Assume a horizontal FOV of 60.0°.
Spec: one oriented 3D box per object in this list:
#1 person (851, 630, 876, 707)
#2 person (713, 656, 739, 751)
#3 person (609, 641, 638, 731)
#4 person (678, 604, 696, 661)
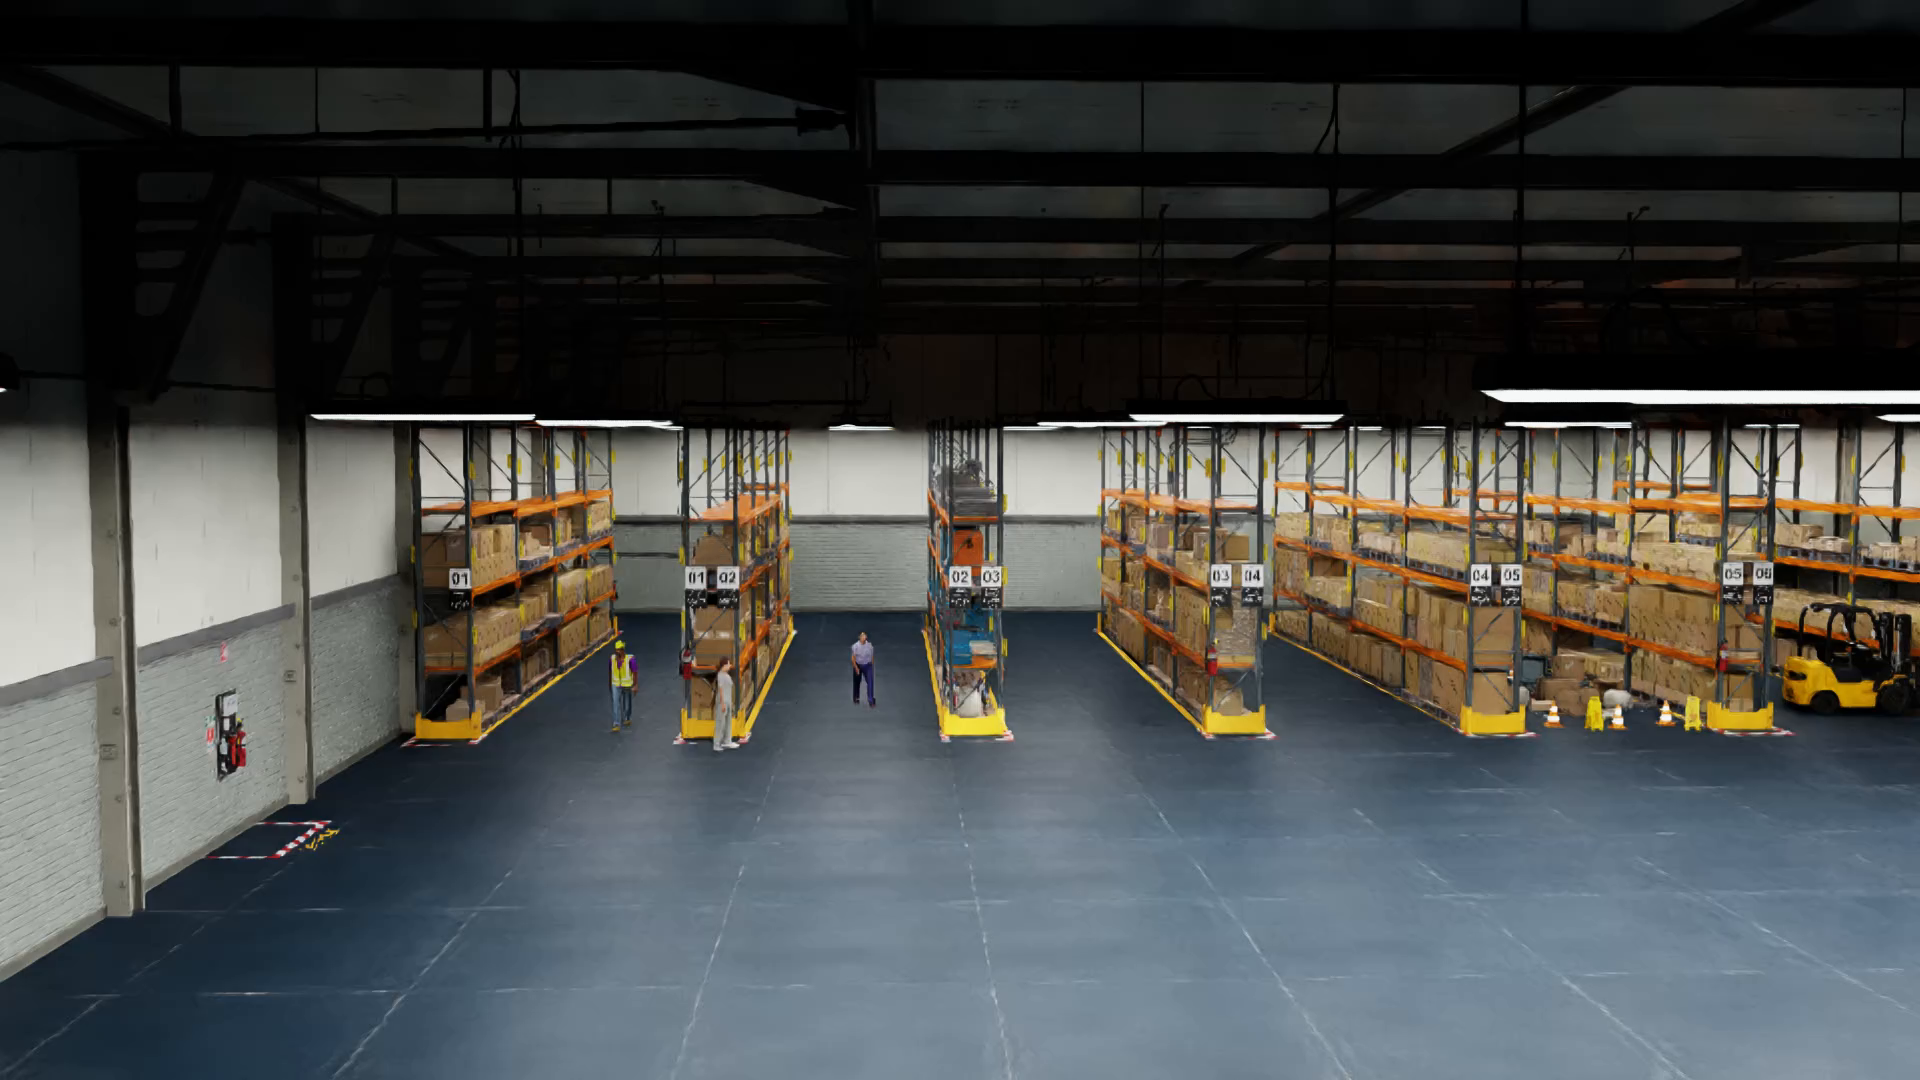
[{"bbox_3d":[-2.030,2.662,34.606,0.478,1.580,1.000,-1,4,-11],"label":"person"},{"bbox_3d":[-4.223,2.922,29.855,0.396,1.677,0.547,1,4,10],"label":"person"},{"bbox_3d":[-6.479,2.781,31.957,0.589,1.716,1.043,0,4,-4],"label":"person"},{"bbox_3d":[-6.688,2.151,41.431,0.533,1.707,1.031,0,4,6],"label":"person"}]
